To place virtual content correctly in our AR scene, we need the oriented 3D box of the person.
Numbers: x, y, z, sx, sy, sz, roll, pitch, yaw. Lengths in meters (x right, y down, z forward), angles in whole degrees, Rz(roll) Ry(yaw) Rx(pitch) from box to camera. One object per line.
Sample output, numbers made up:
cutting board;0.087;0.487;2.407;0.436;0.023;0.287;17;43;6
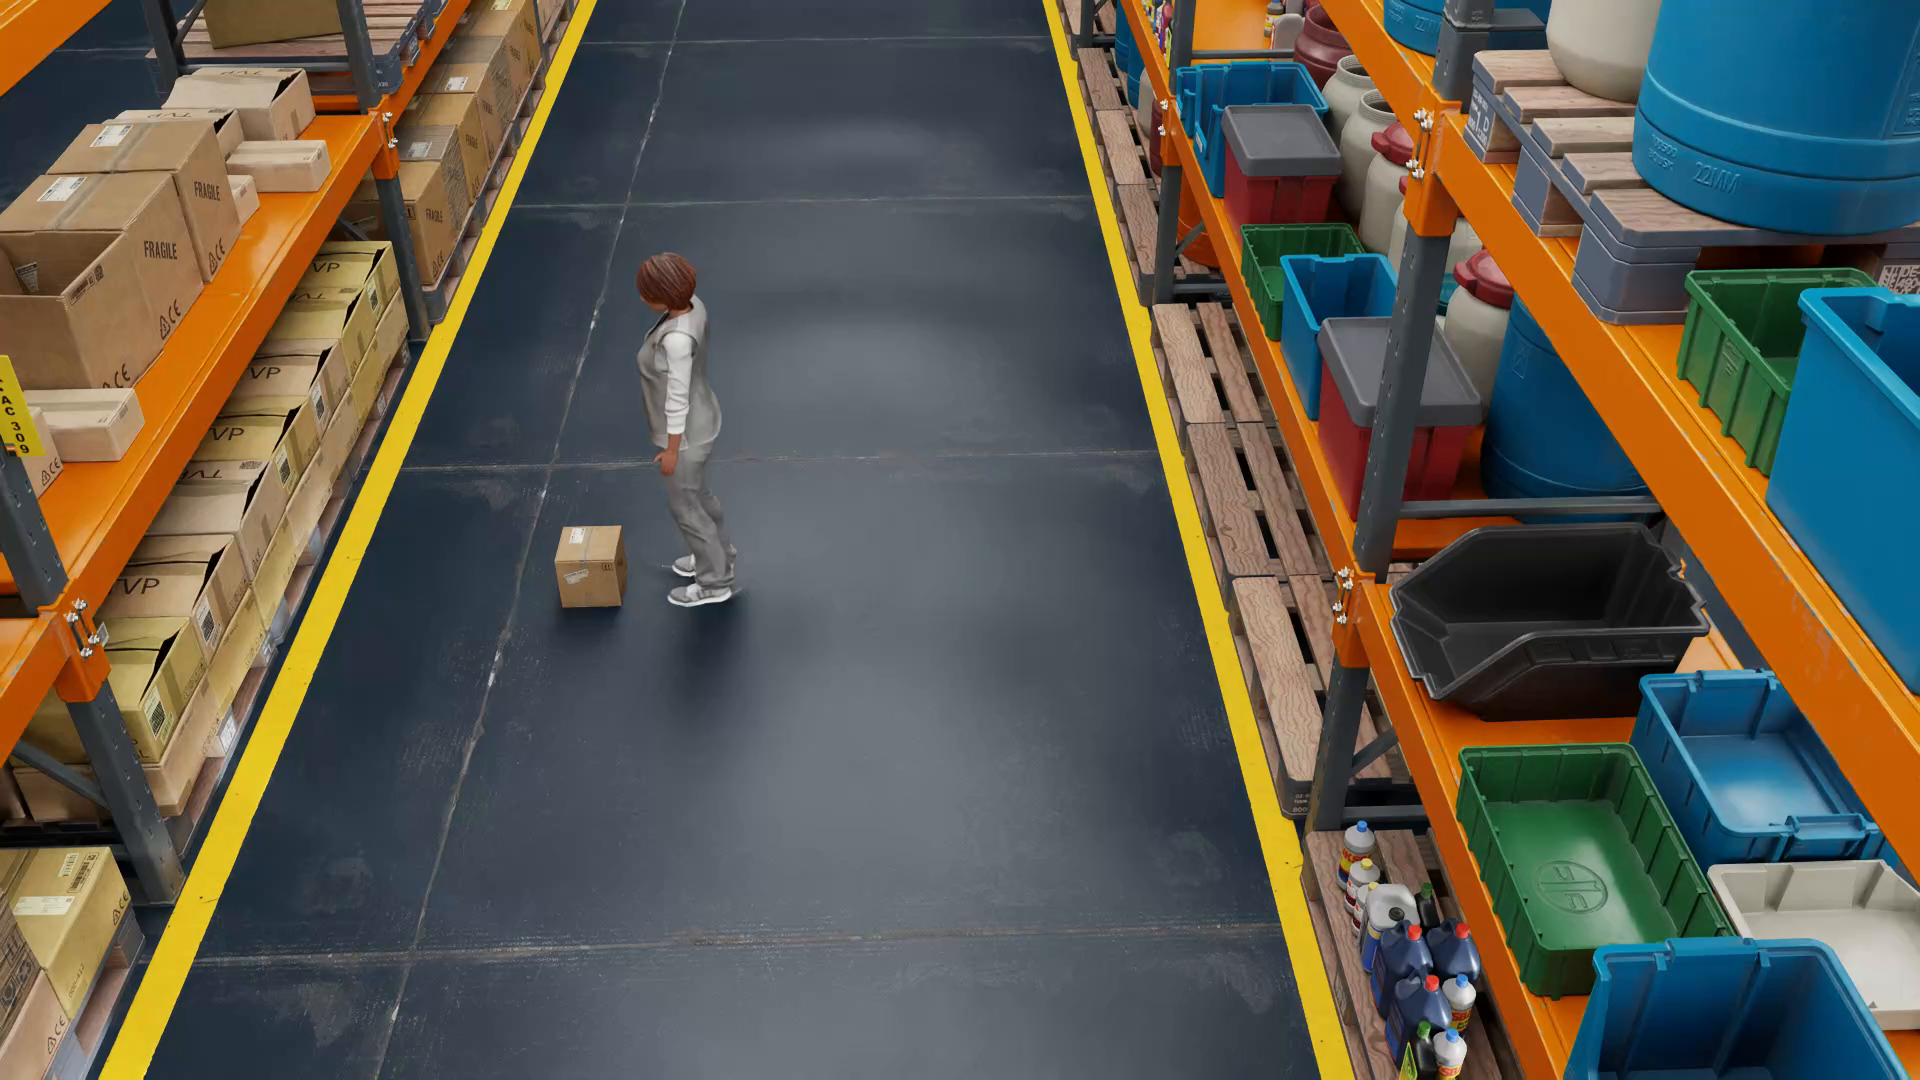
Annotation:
person;-1.117;-0.429;6.764;0.299;1.591;0.407;-1;36;-1
